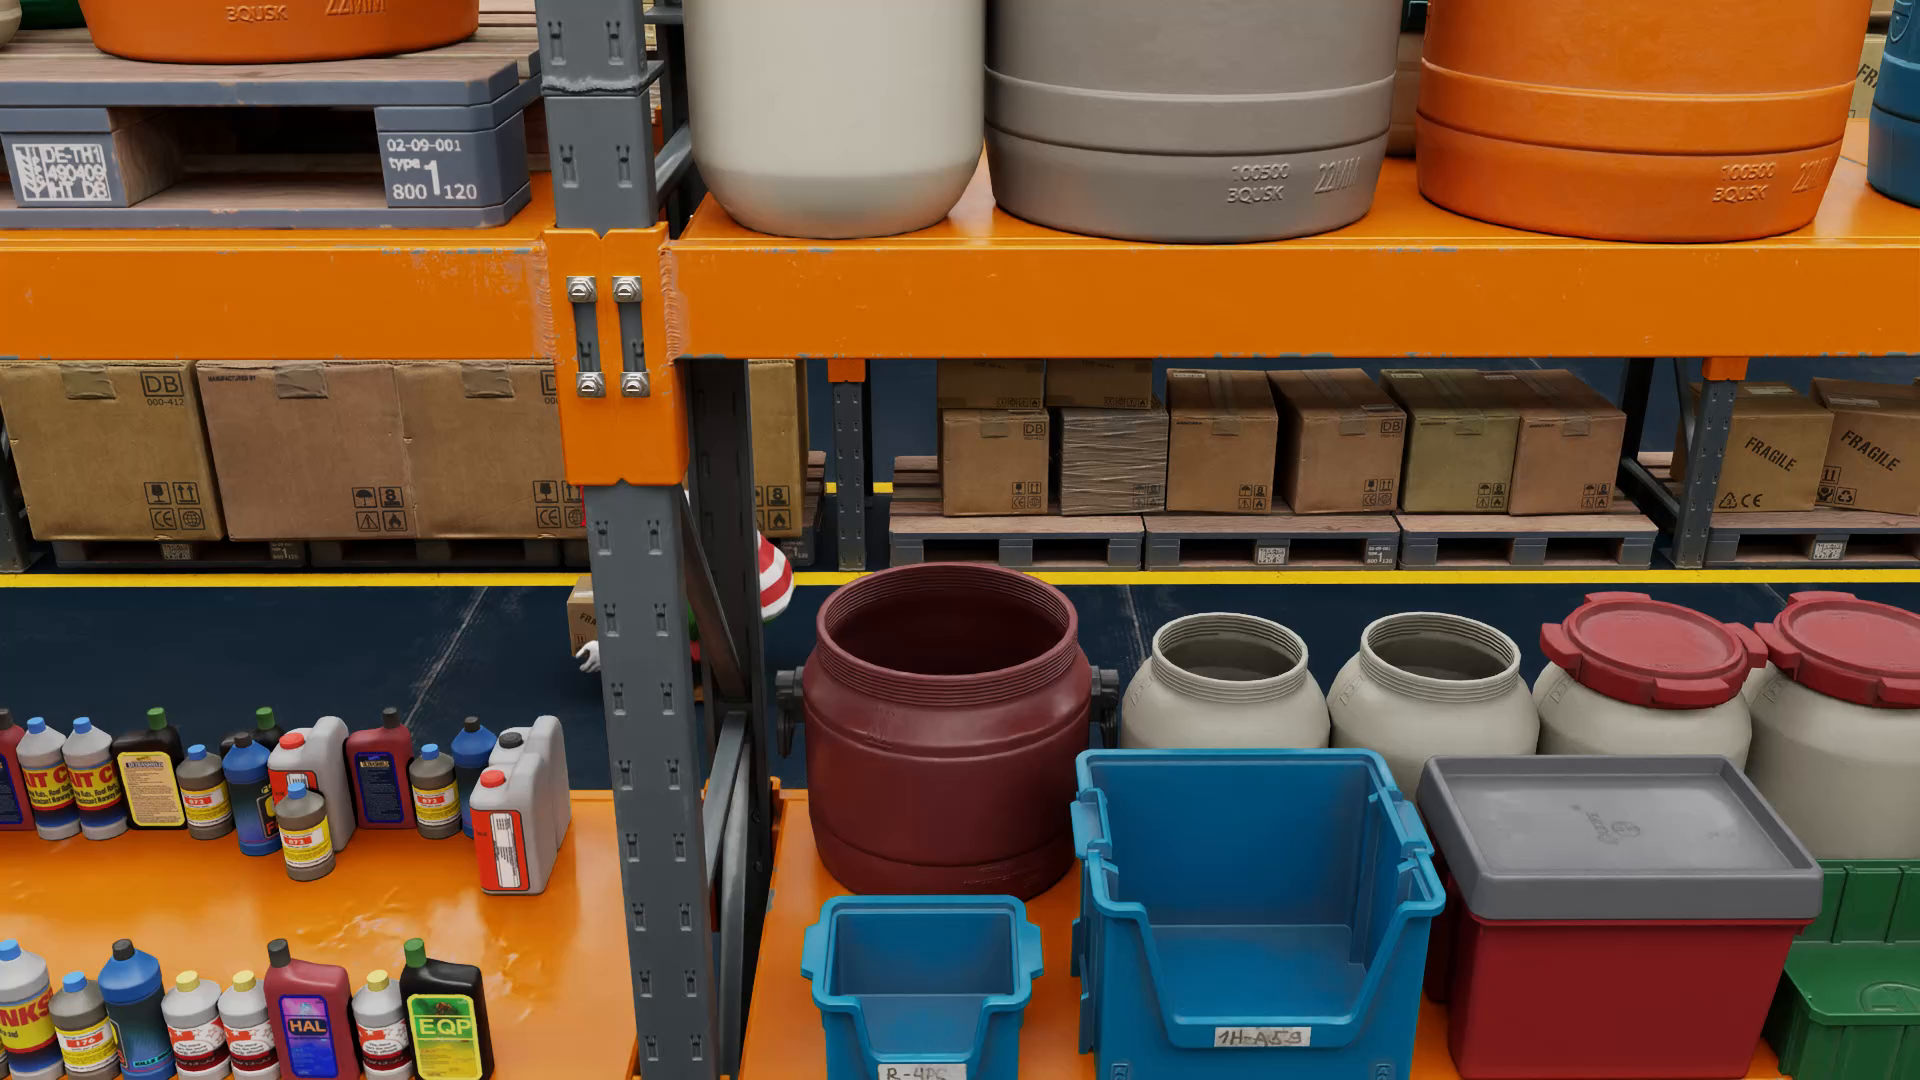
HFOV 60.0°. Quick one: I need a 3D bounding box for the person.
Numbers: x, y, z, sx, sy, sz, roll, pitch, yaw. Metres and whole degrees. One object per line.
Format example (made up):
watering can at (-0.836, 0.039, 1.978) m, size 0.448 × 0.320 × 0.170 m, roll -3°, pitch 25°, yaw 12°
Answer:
person at (-1.110, 0.159, 6.705) m, size 0.868 × 0.993 × 0.569 m, roll 0°, pitch 24°, yaw 0°
